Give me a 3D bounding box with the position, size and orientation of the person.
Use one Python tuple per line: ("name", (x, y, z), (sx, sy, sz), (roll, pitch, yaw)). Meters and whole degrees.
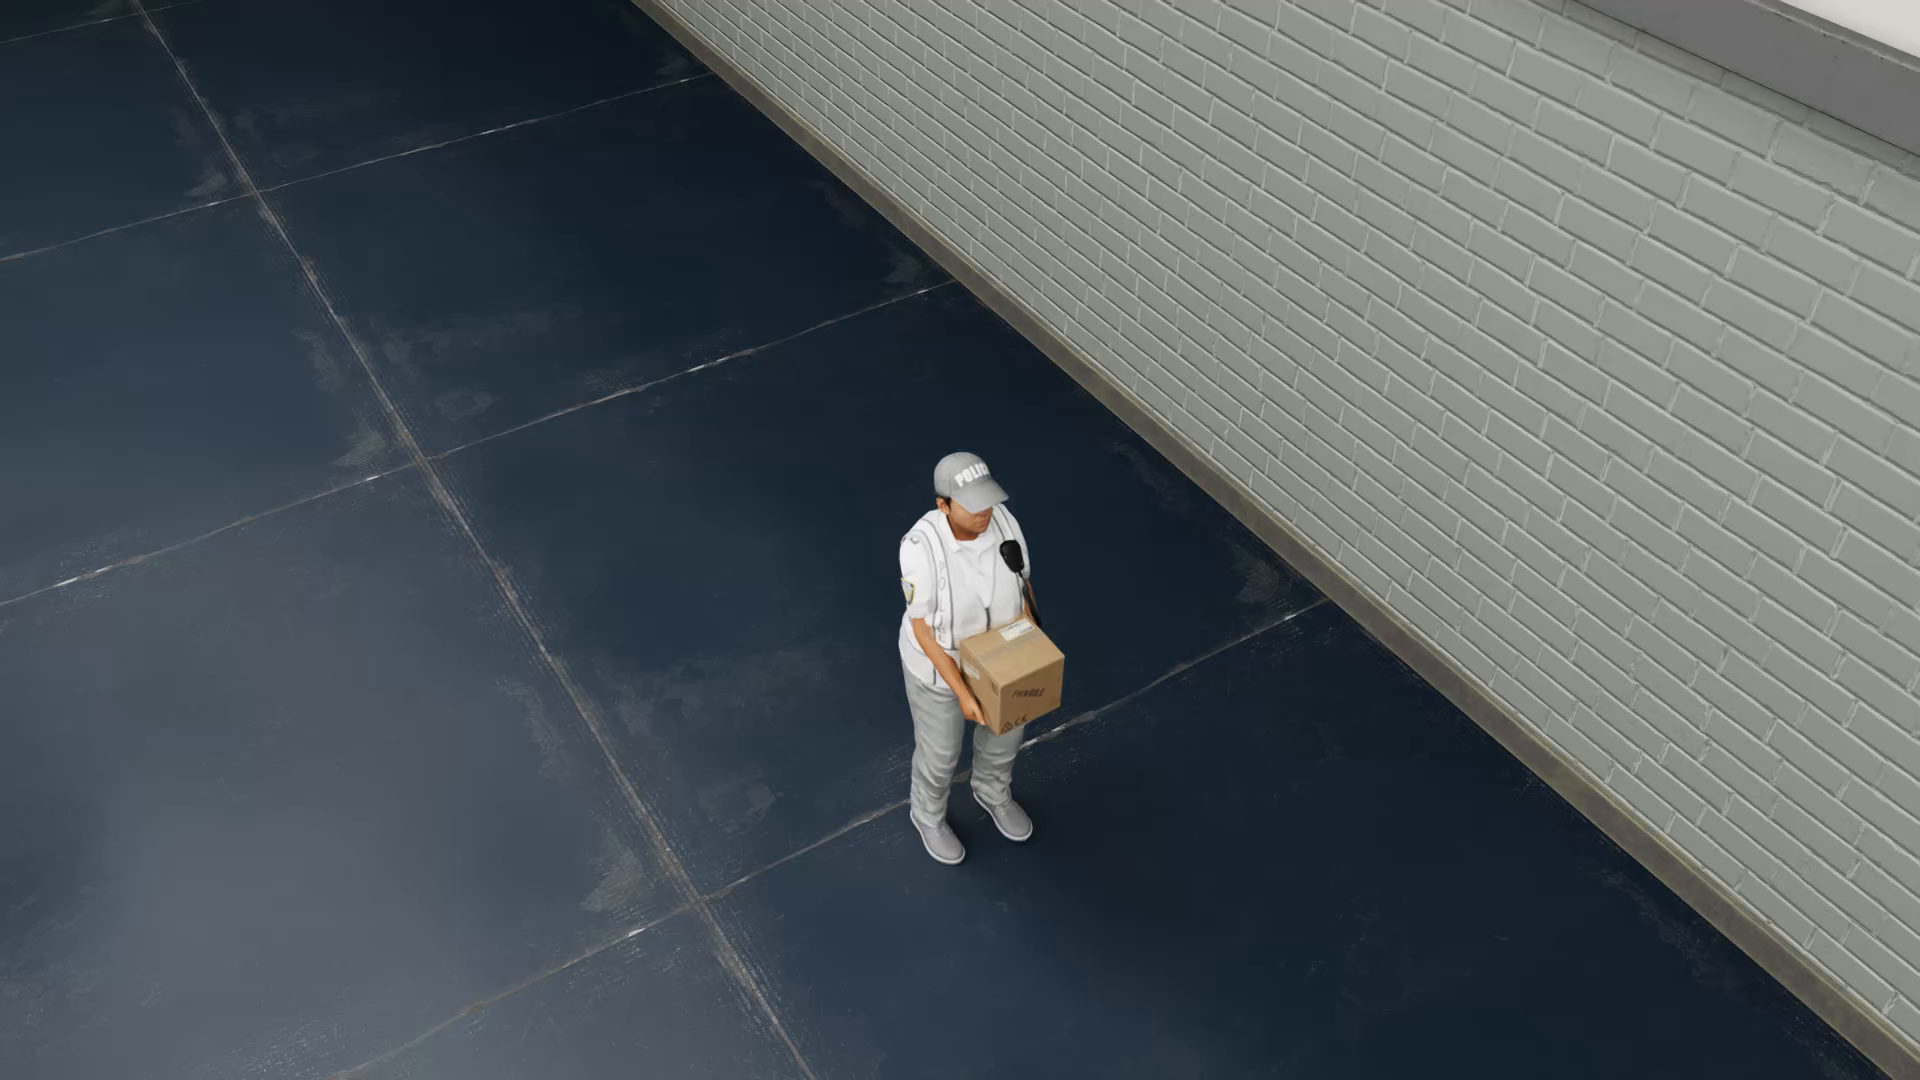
("person", (0.062, 0.444, 5.647), (0.456, 1.660, 0.535), (-21, 45, -23))
